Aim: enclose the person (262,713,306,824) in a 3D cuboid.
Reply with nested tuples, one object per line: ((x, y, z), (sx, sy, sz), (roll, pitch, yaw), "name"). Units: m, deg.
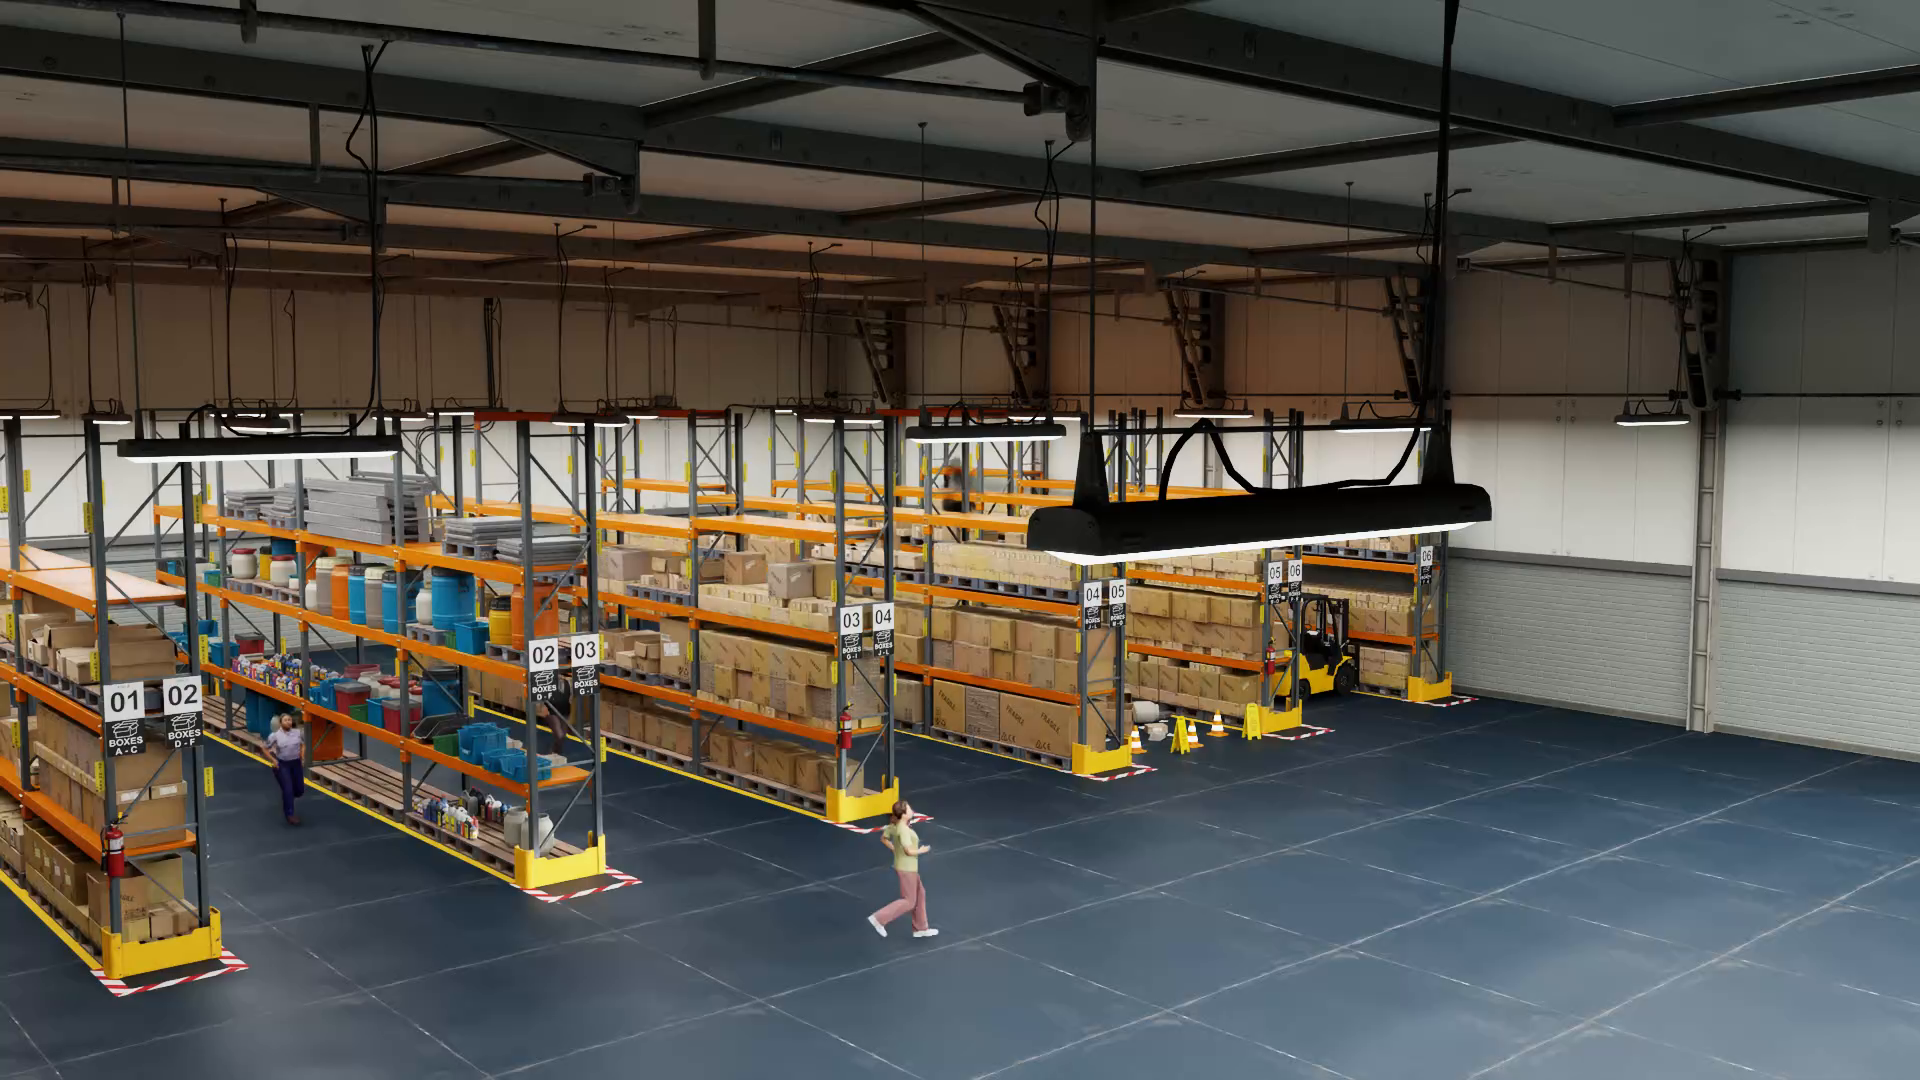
((-9.991, 3.367, 24.658), (0.615, 1.602, 0.727), (-5, 7, -45), "person")

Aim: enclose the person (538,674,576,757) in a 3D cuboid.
((-6.816, 3.009, 28.218), (0.648, 1.784, 0.700), (-5, 7, -43), "person")

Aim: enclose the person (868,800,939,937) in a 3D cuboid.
((-0.662, 3.817, 19.235), (0.871, 1.640, 0.589), (-2, 5, -19), "person")
